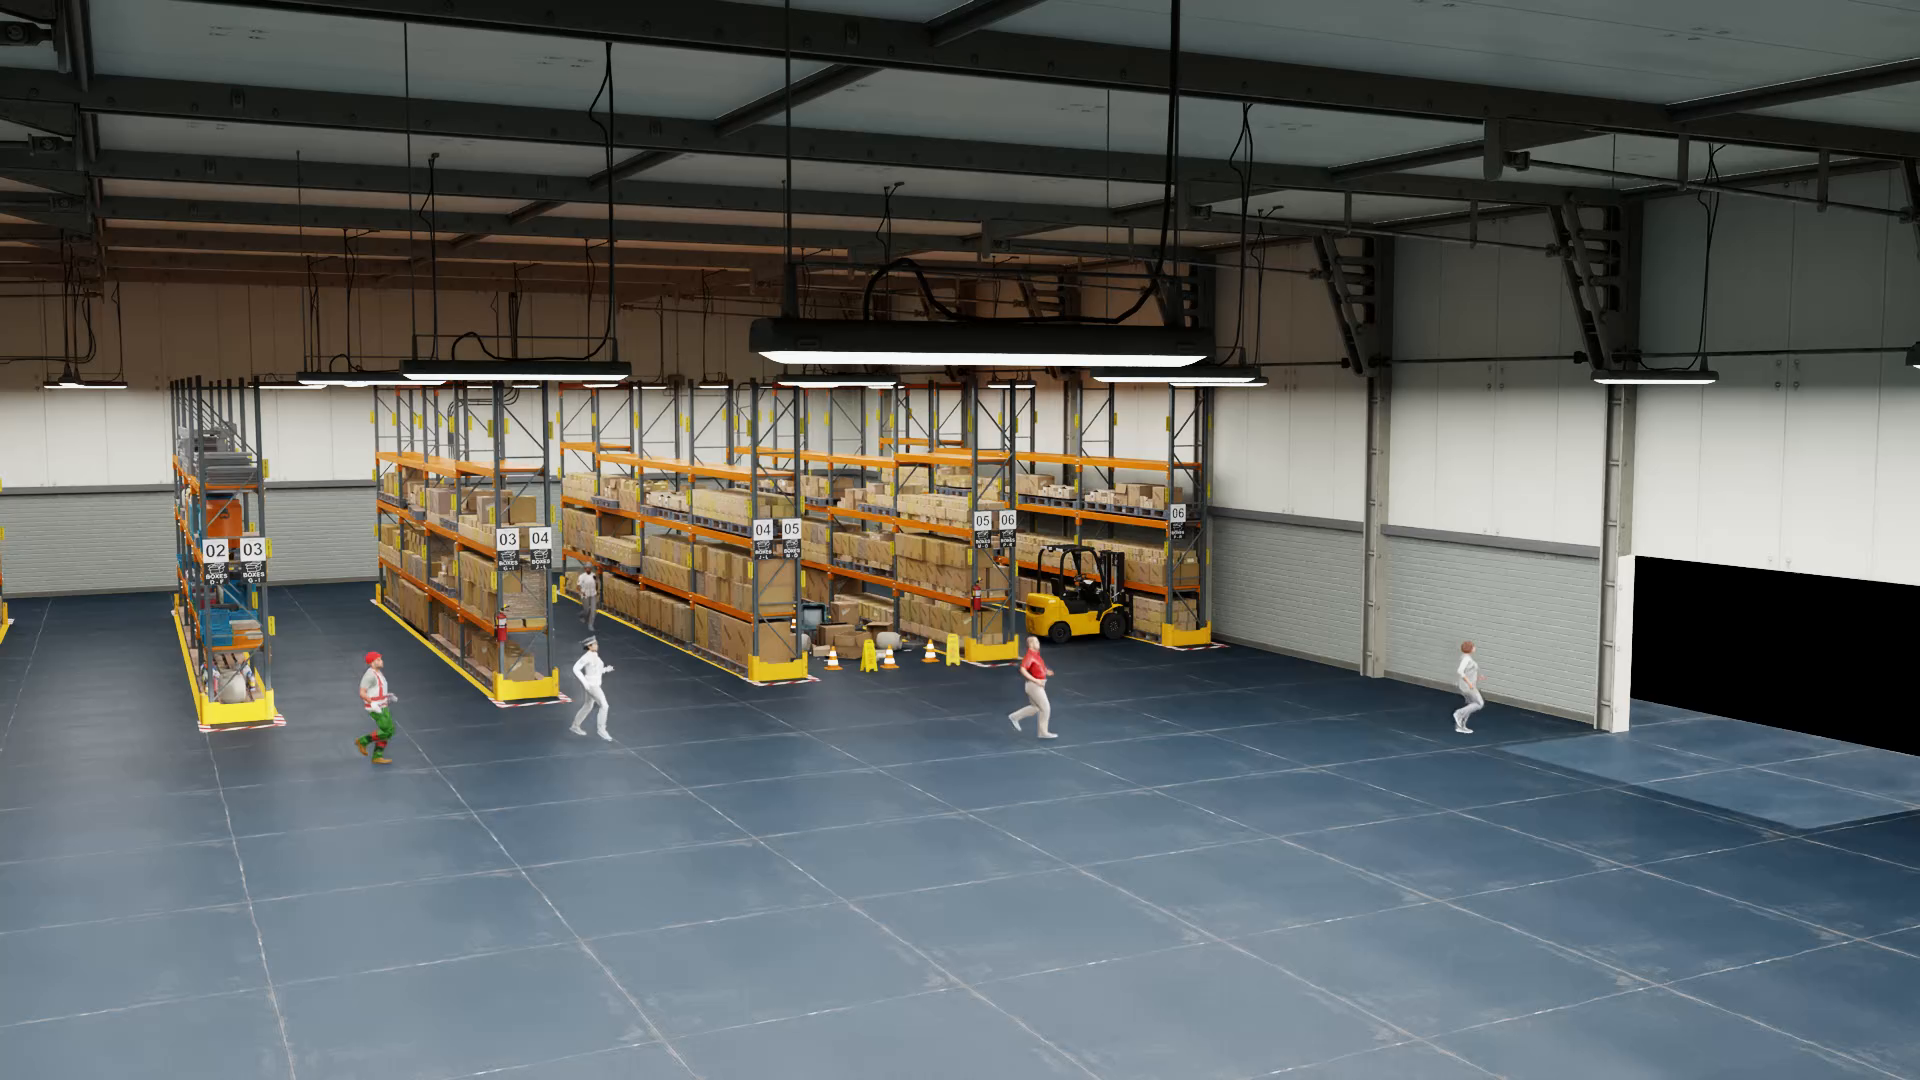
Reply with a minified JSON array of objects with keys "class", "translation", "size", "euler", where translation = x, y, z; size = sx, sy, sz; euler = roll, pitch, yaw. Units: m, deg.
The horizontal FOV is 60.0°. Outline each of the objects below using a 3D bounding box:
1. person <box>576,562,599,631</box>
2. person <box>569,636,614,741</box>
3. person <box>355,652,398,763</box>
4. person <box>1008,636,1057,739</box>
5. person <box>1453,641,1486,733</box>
[{"class":"person","translation":[-8.926,1.342,39.964],"size":[0.577,1.663,0.737],"euler":[-3,6,-33]},{"class":"person","translation":[-6.074,2.444,27.390],"size":[0.761,1.753,0.581],"euler":[0,5,-4]},{"class":"person","translation":[-9.000,2.582,25.618],"size":[0.601,1.738,0.658],"euler":[0,5,-5]},{"class":"person","translation":[1.202,2.433,27.512],"size":[0.830,1.689,0.675],"euler":[1,5,7]},{"class":"person","translation":[8.553,2.469,27.898],"size":[0.537,1.558,0.530],"euler":[1,5,9]}]
